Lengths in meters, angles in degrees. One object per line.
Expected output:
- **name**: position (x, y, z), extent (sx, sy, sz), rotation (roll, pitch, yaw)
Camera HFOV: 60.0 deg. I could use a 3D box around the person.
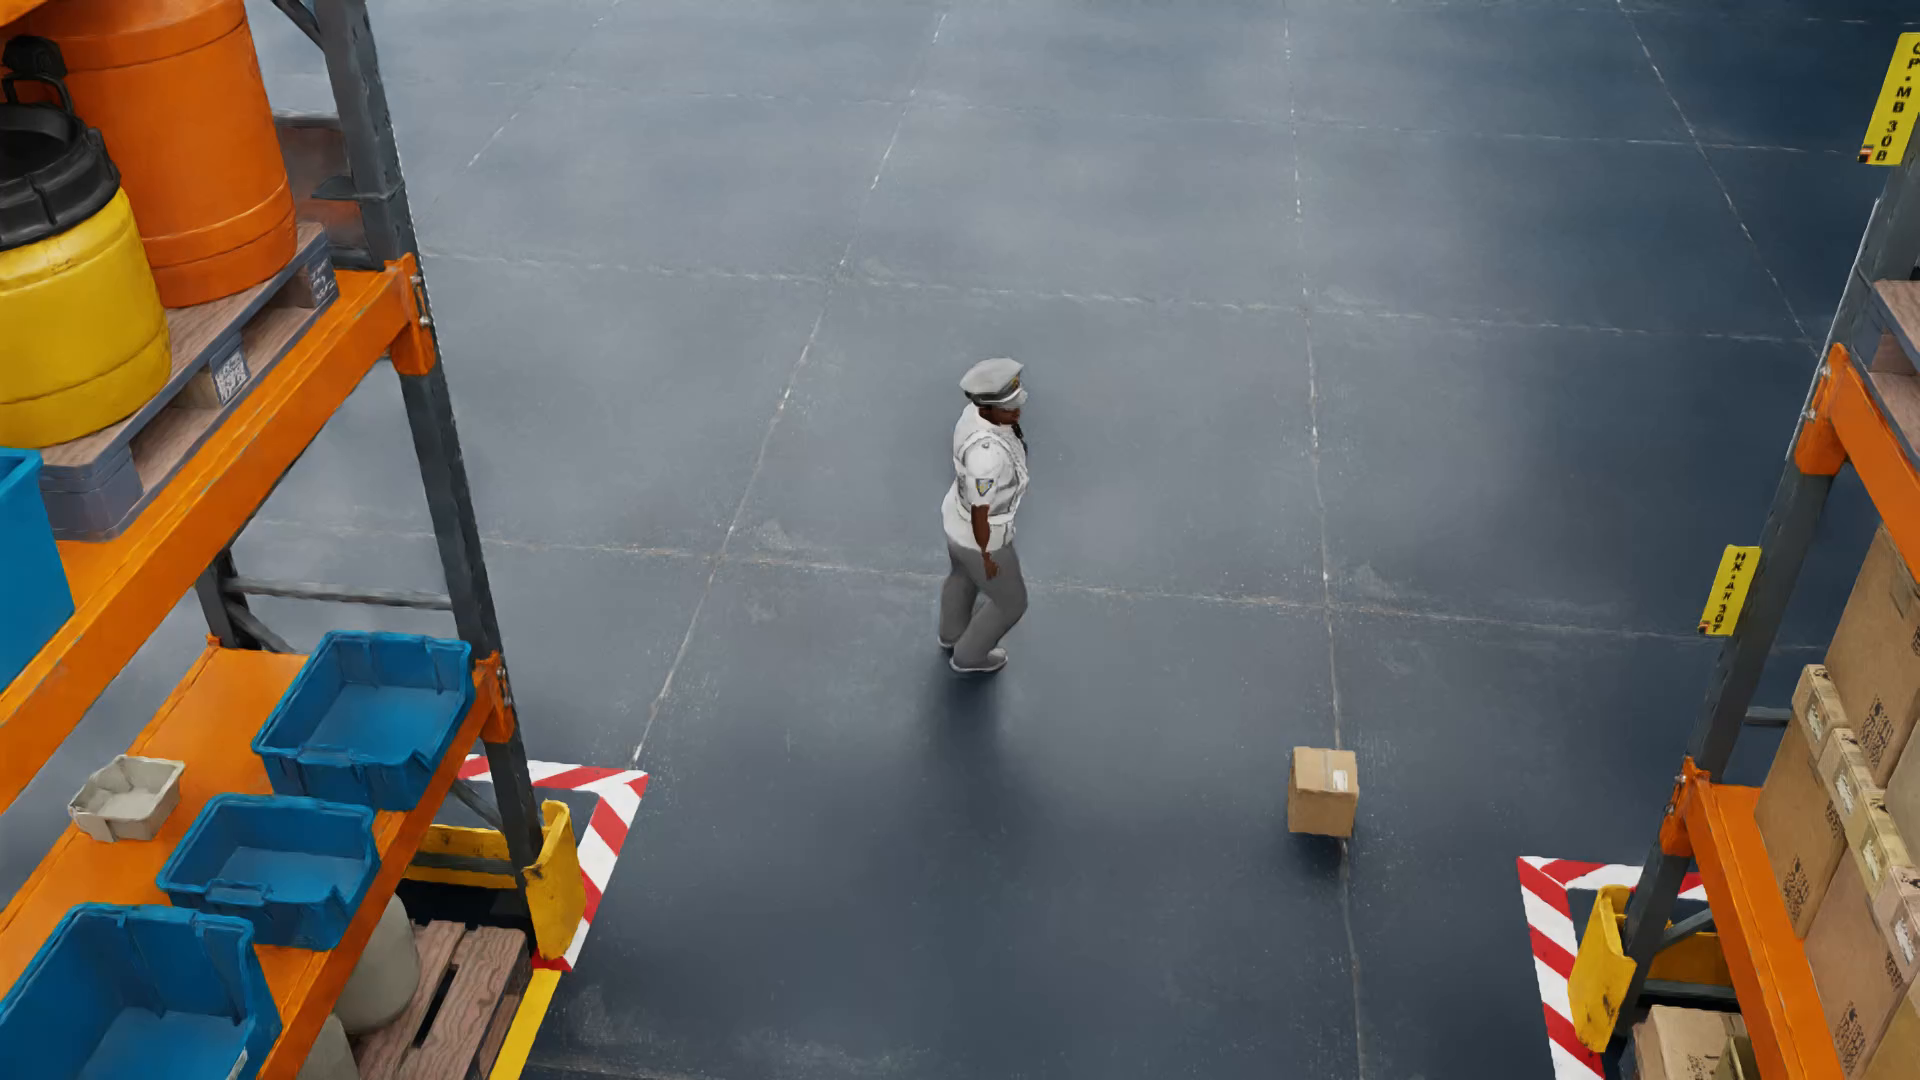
- **person**: position (0.102, -0.074, 7.124), extent (0.383, 1.649, 0.551), rotation (-3, 36, -3)
